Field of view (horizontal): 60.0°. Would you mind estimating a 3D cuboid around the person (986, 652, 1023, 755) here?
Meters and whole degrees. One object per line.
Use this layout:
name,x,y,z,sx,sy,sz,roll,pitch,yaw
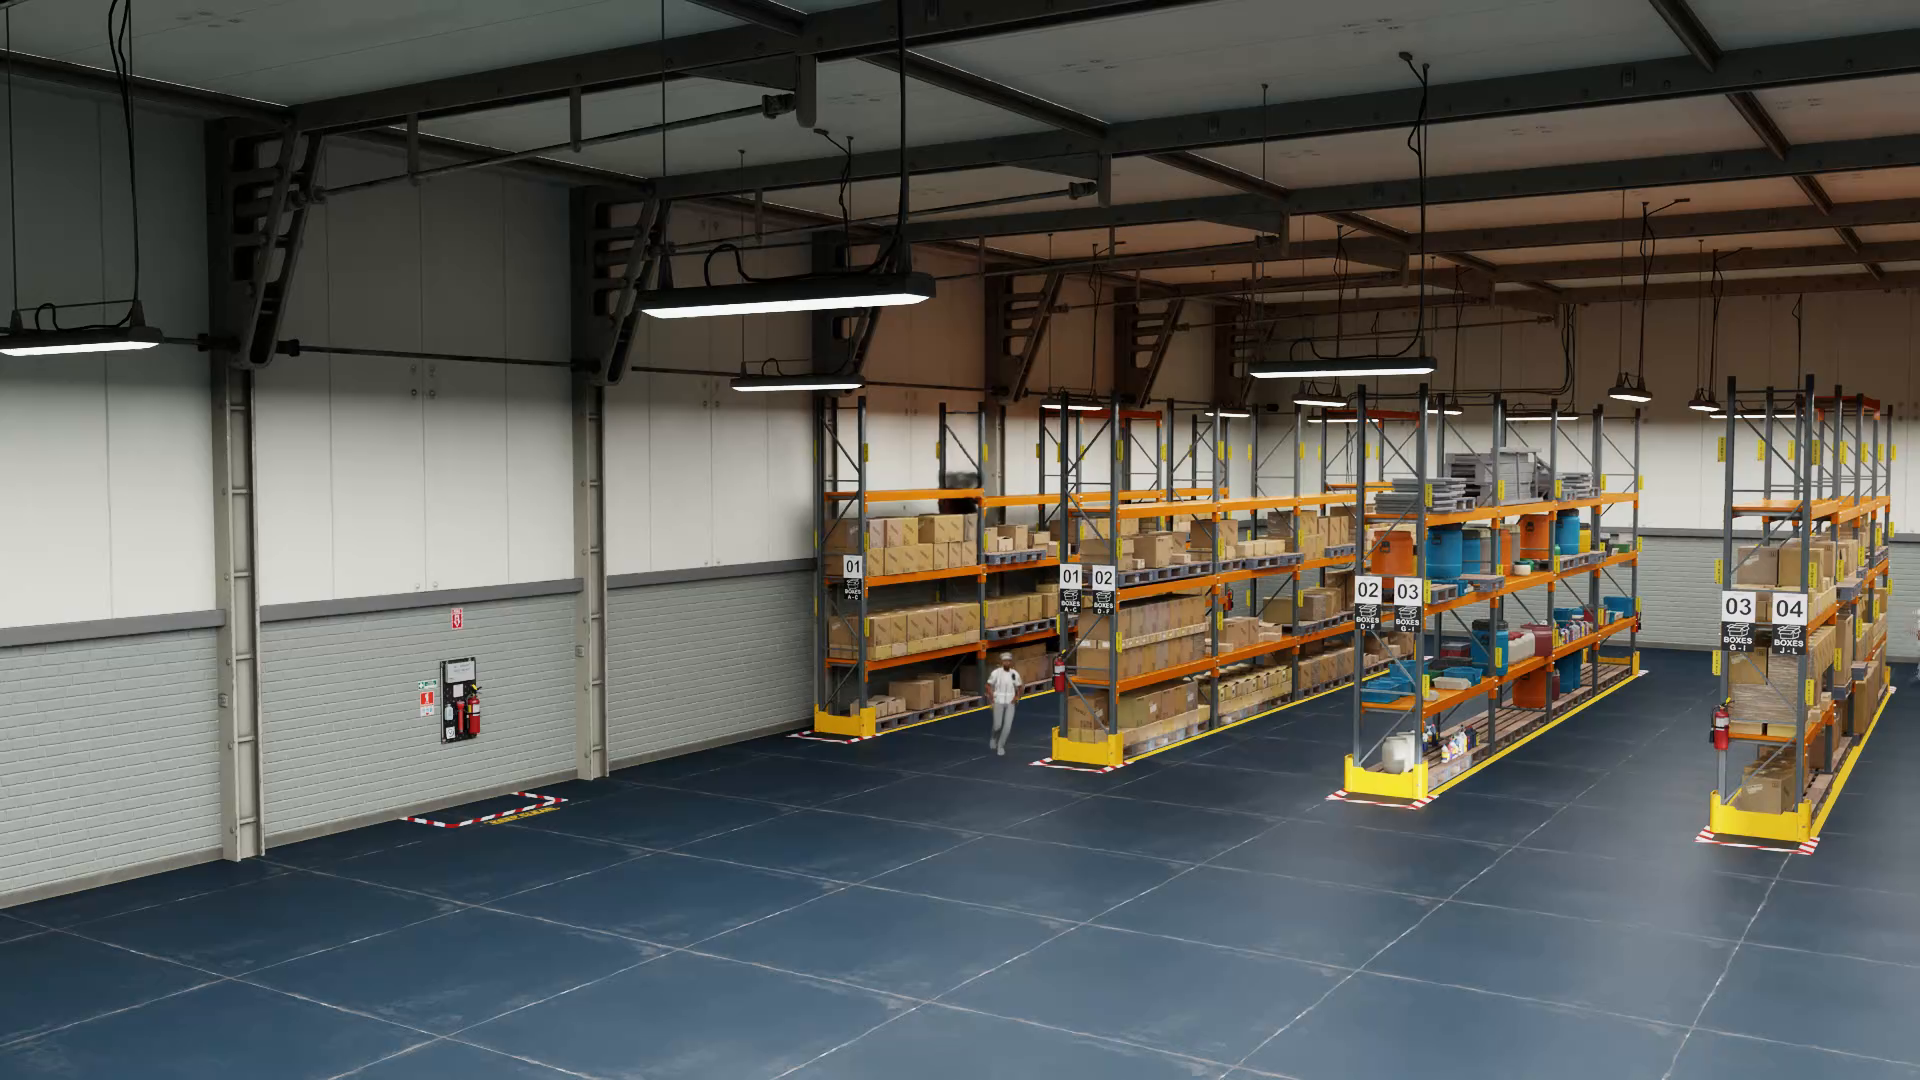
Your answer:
person,0.734,2.659,27.203,0.608,1.667,0.516,0,3,-6
